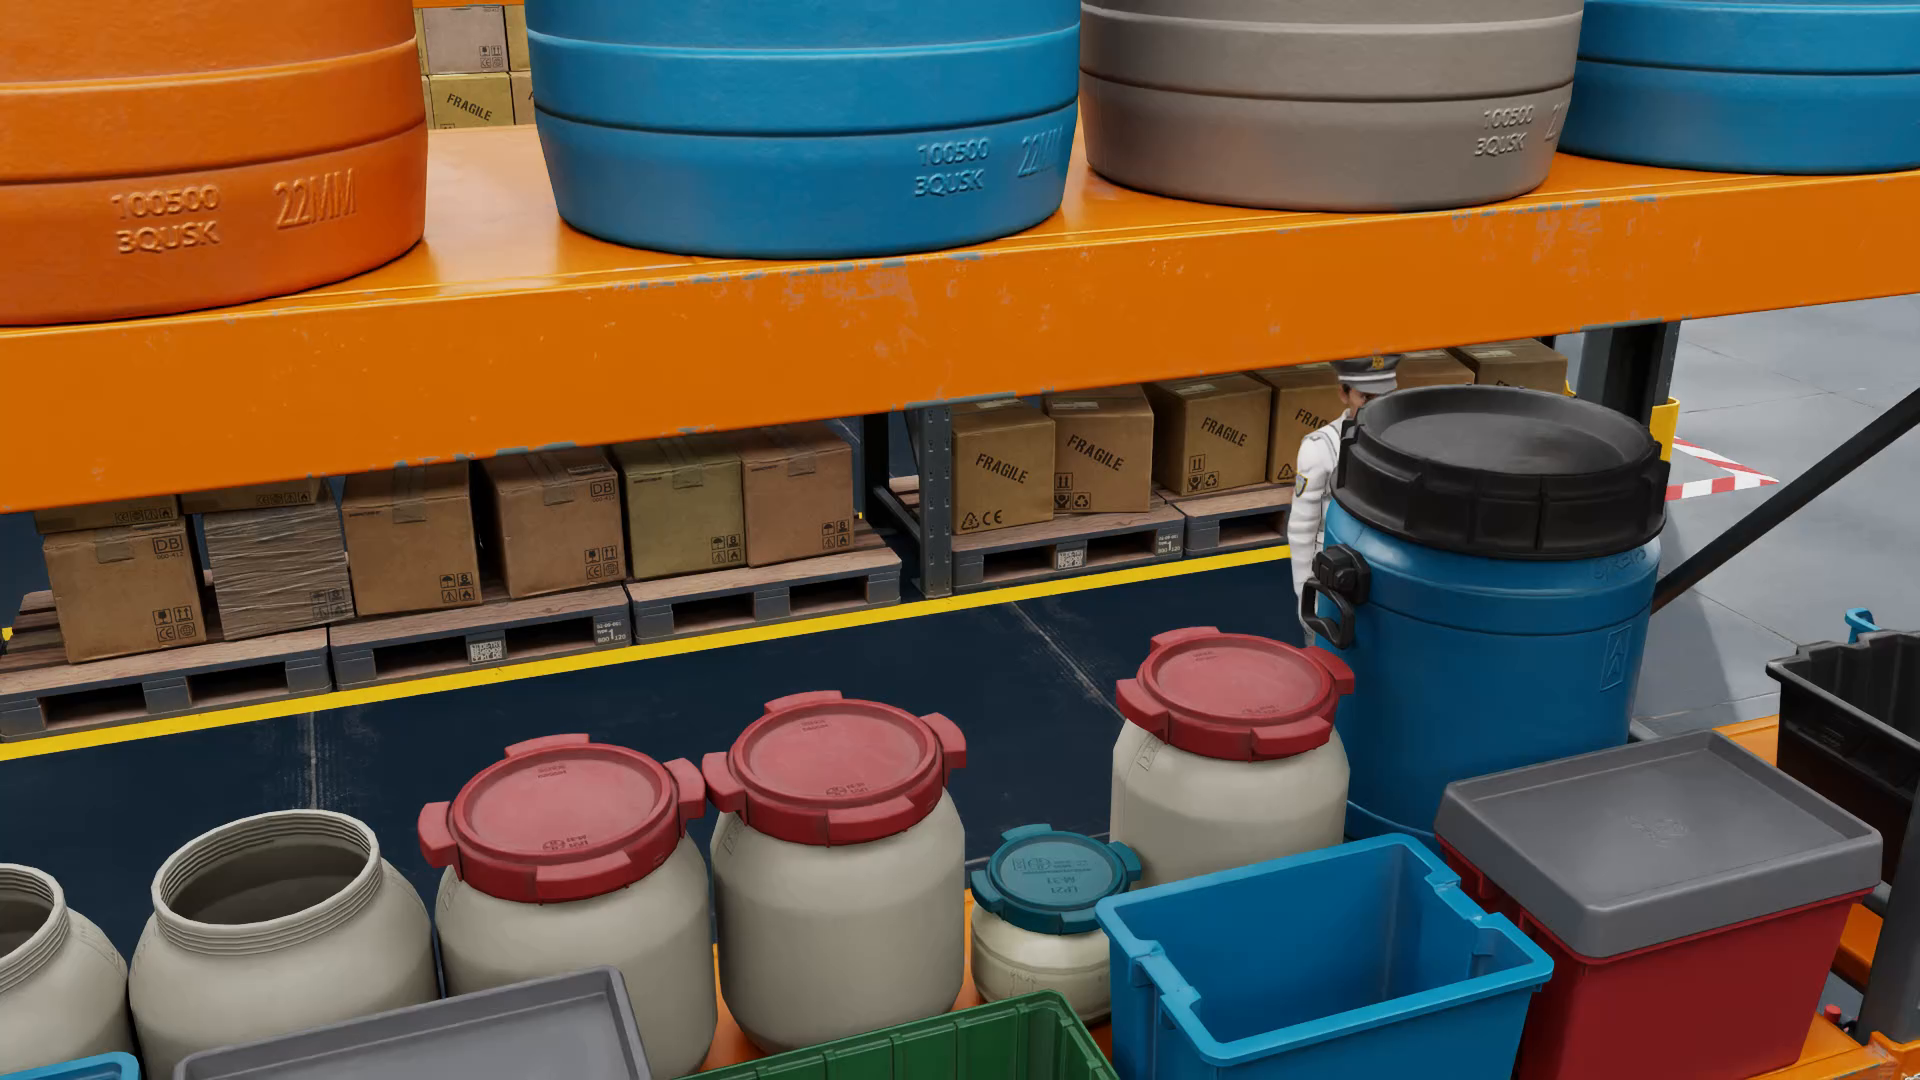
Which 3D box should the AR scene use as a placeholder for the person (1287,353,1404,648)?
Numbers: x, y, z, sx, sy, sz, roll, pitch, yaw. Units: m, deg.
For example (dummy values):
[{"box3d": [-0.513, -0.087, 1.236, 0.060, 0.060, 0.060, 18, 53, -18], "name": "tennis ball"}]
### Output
[{"box3d": [1.358, 0.144, 5.740, 0.523, 1.715, 0.613, -8, 24, -18], "name": "person"}]
